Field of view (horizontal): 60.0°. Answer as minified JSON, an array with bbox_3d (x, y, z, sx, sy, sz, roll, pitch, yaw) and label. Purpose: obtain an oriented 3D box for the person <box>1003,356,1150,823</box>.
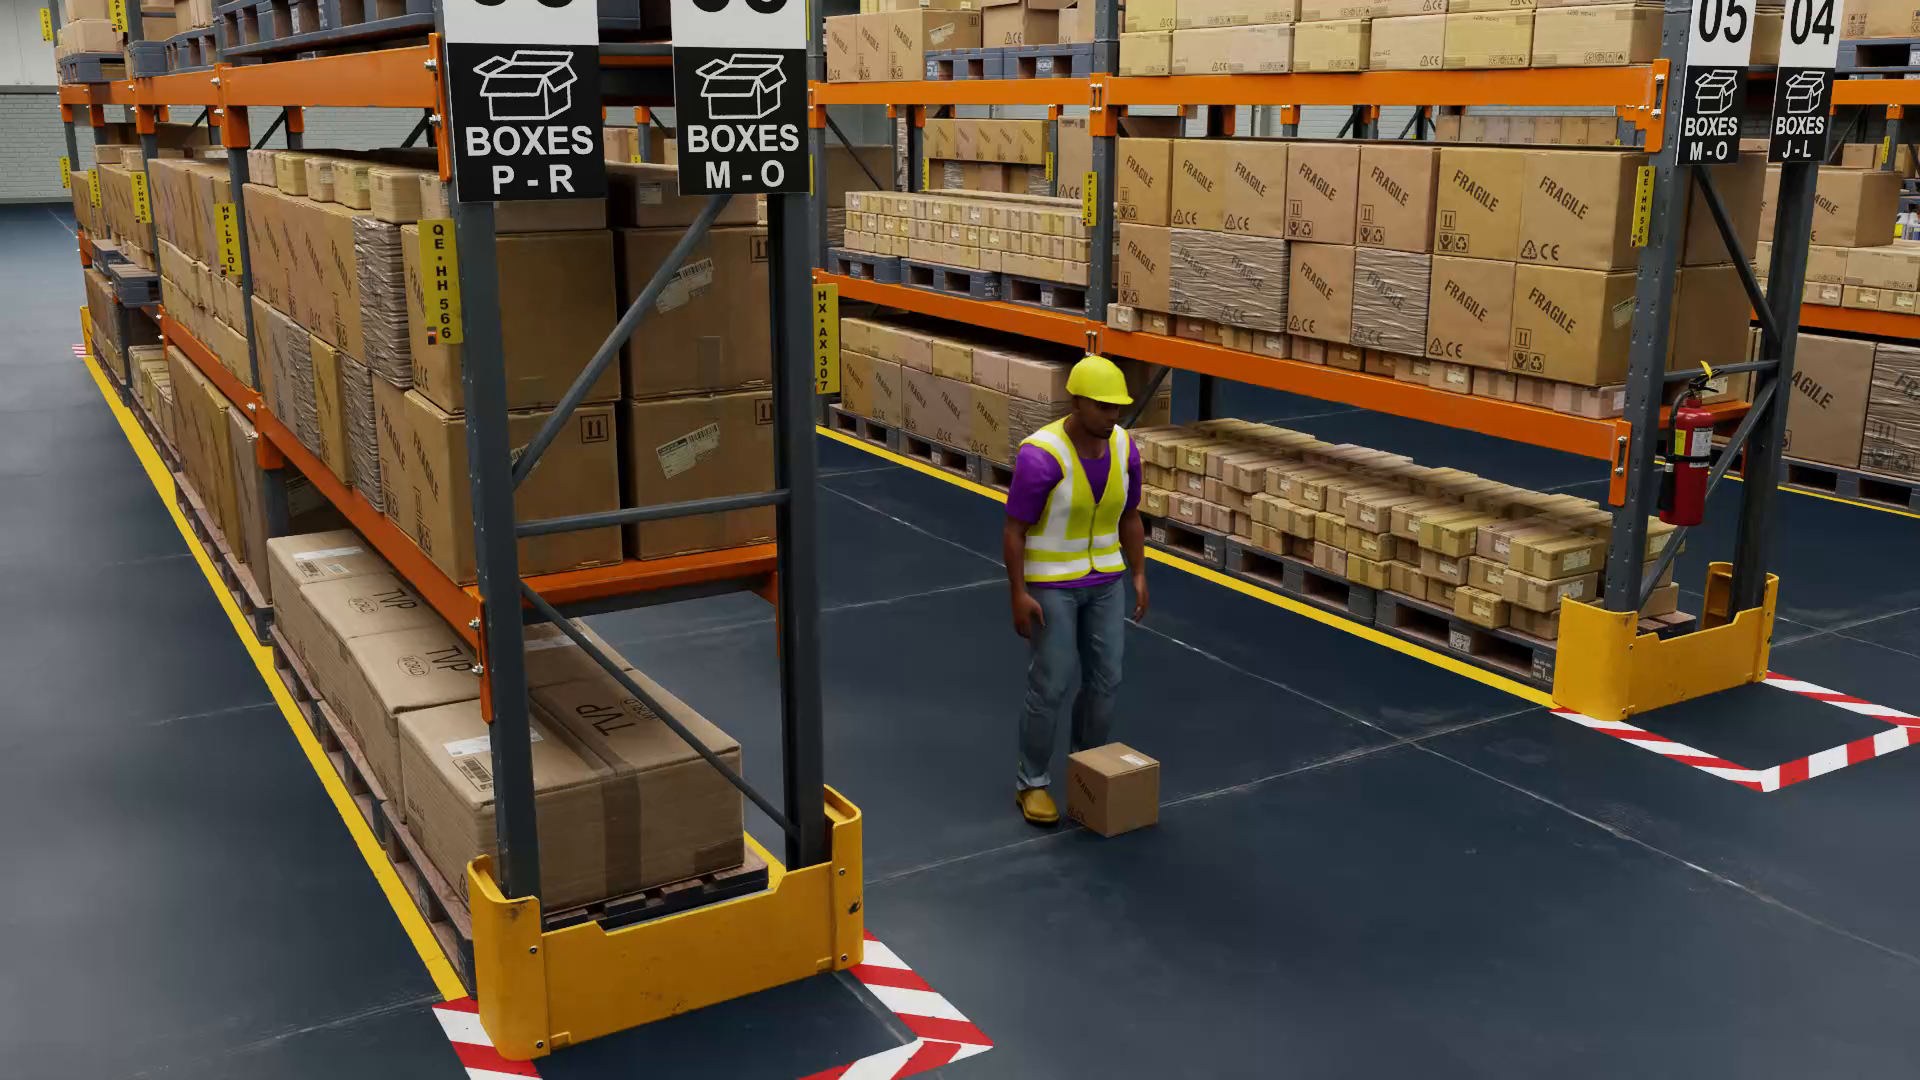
[{"bbox_3d":[0.453,0.173,6.321,0.626,1.761,0.458,-9,17,-30],"label":"person"}]
